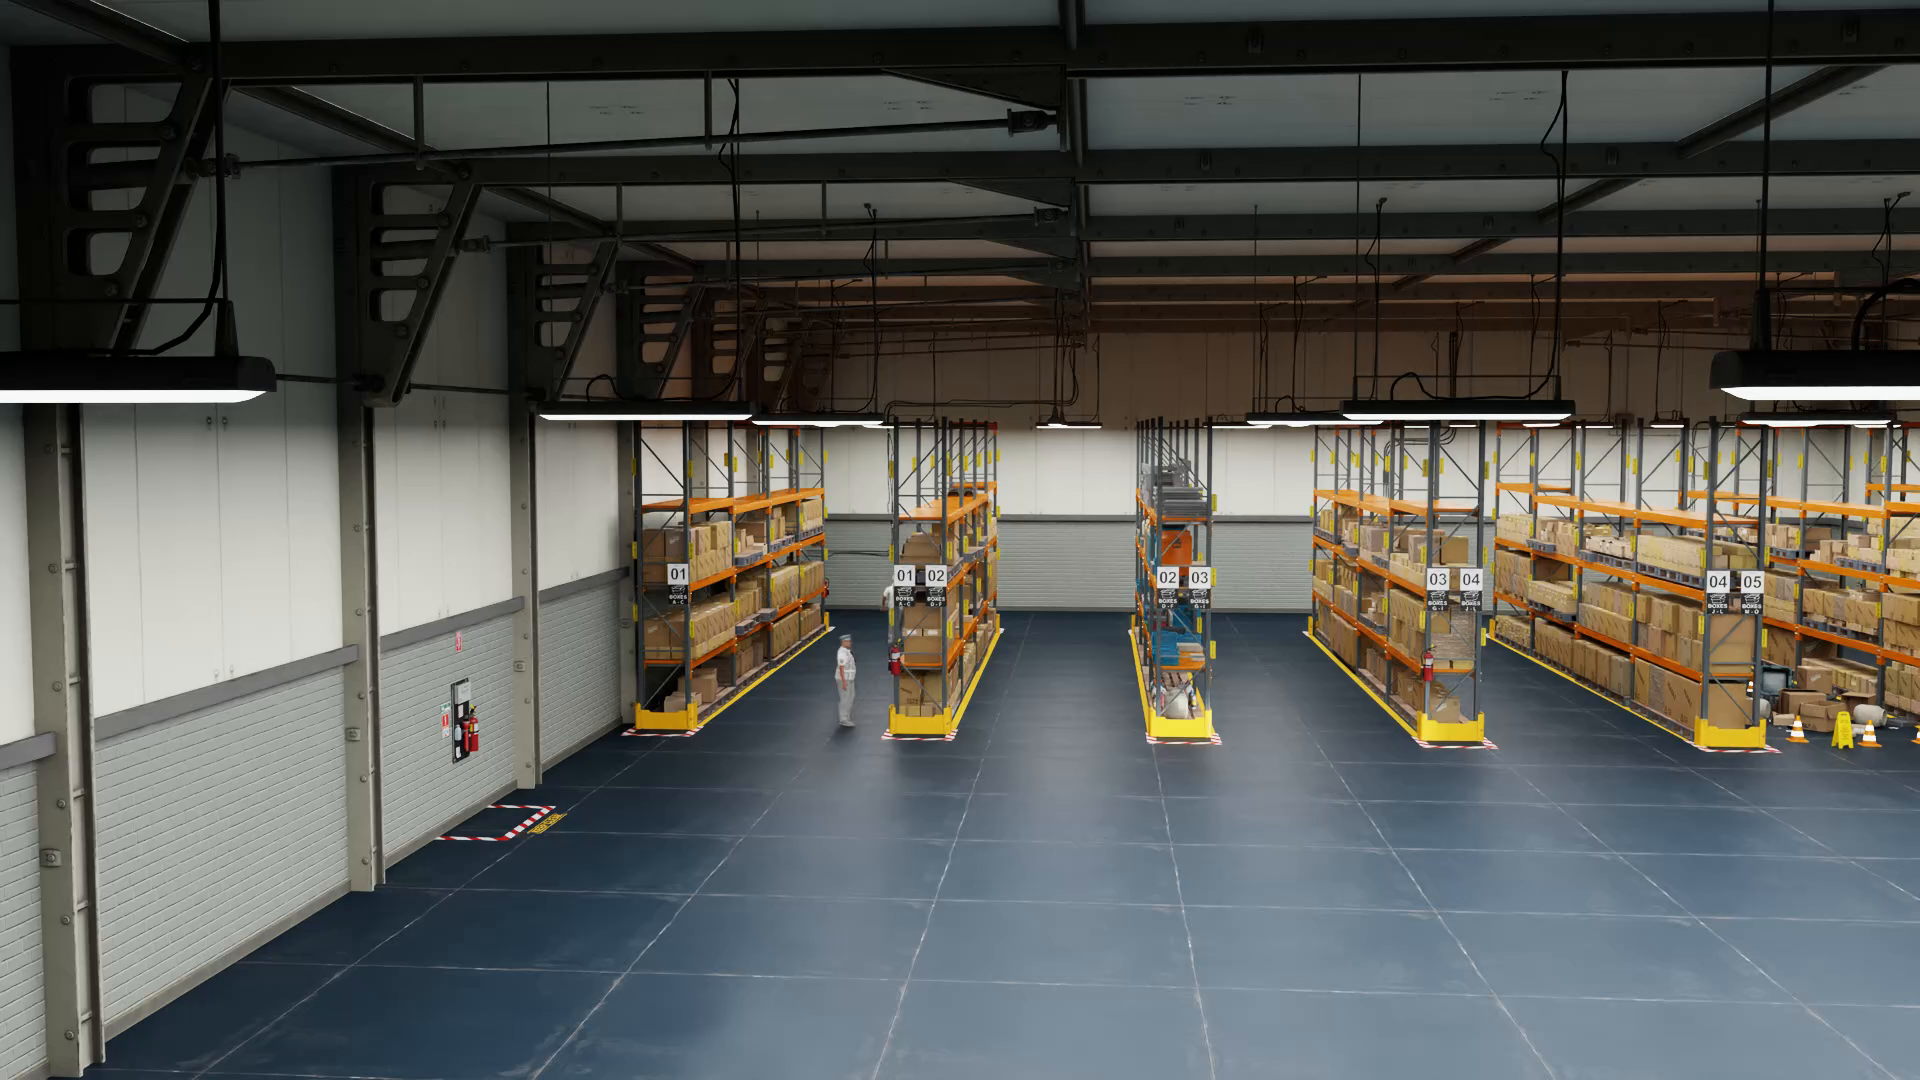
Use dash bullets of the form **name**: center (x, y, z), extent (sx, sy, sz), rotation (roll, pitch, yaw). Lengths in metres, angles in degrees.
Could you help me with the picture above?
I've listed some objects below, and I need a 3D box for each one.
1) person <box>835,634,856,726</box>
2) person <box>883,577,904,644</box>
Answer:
- **person**: center (-2.236, 2.767, 32.469), extent (0.401, 1.857, 0.598), rotation (0, 4, 7)
- **person**: center (-1.717, 1.833, 44.323), extent (0.727, 1.745, 1.003), rotation (0, 4, 5)
